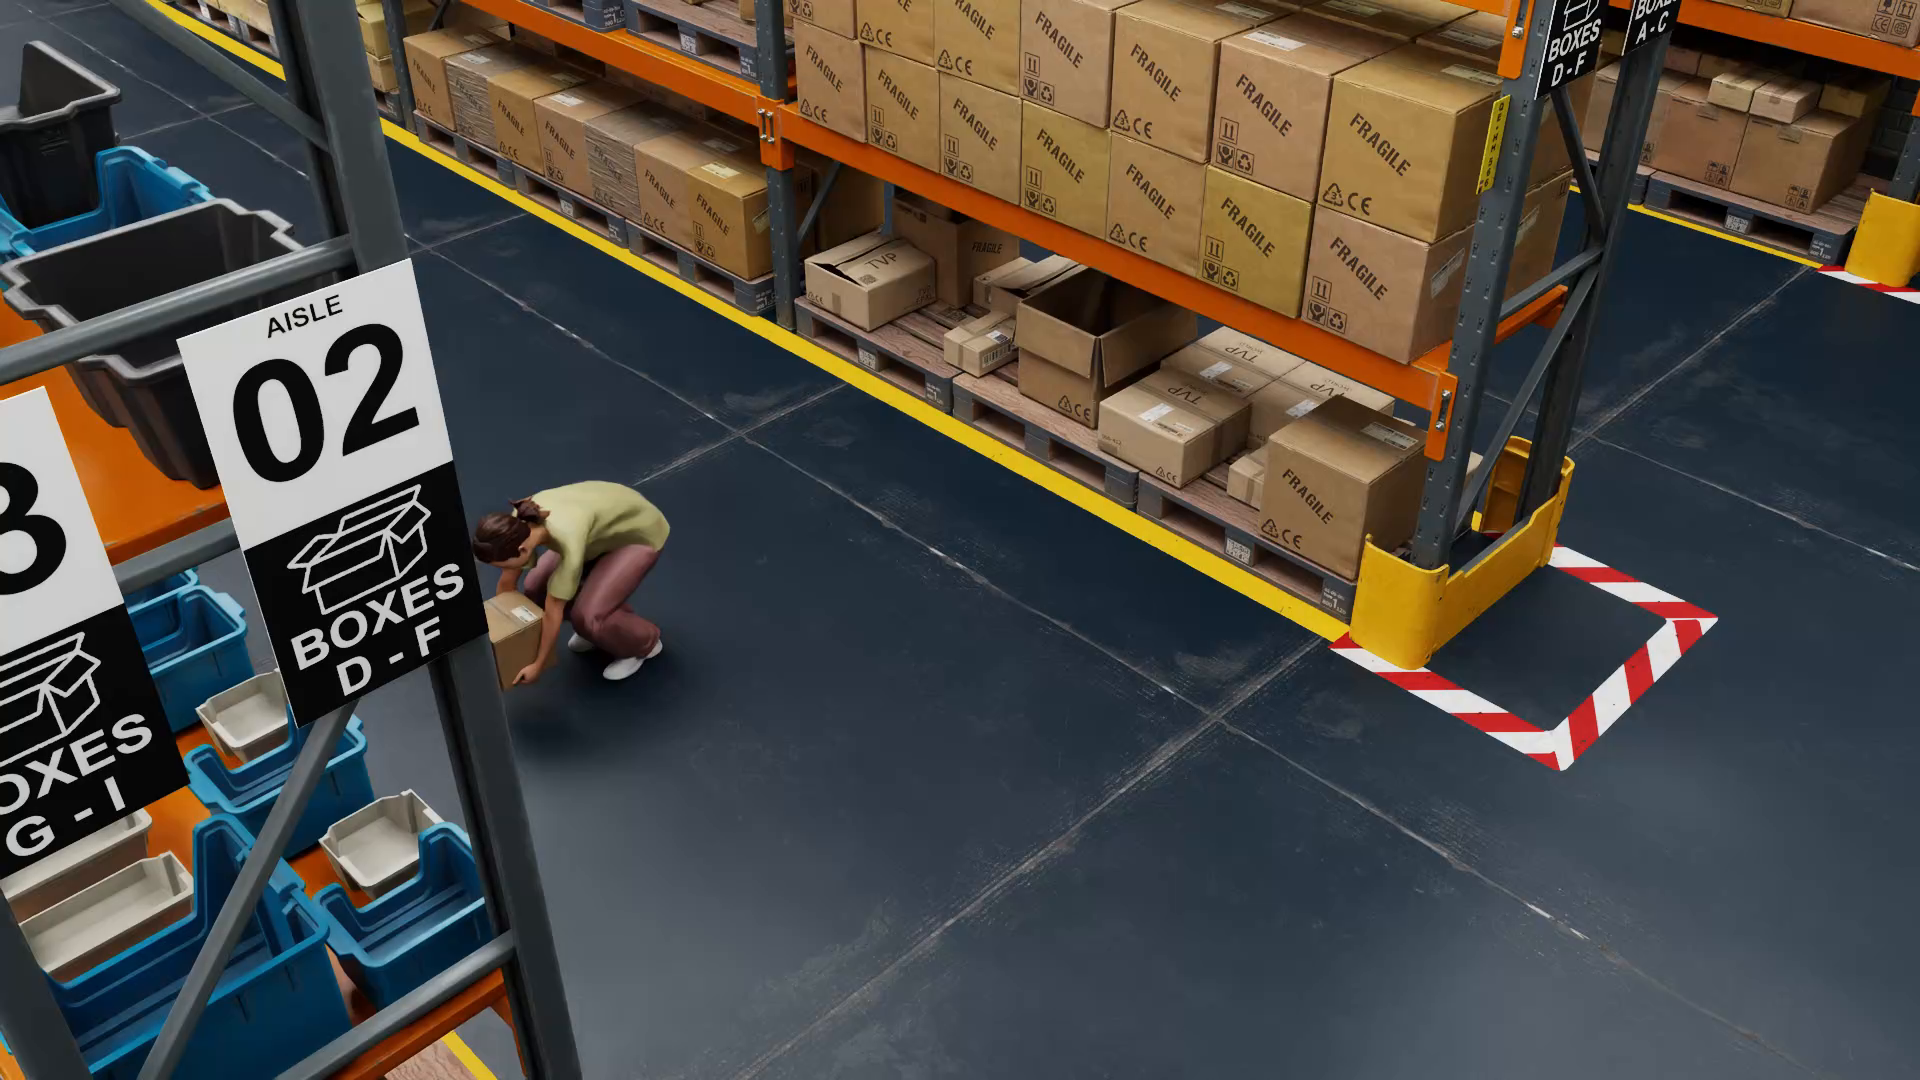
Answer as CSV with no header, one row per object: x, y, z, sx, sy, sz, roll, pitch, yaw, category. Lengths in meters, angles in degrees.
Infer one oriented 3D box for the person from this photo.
-1.524,0.147,6.591,0.464,0.925,0.831,29,44,34,person
